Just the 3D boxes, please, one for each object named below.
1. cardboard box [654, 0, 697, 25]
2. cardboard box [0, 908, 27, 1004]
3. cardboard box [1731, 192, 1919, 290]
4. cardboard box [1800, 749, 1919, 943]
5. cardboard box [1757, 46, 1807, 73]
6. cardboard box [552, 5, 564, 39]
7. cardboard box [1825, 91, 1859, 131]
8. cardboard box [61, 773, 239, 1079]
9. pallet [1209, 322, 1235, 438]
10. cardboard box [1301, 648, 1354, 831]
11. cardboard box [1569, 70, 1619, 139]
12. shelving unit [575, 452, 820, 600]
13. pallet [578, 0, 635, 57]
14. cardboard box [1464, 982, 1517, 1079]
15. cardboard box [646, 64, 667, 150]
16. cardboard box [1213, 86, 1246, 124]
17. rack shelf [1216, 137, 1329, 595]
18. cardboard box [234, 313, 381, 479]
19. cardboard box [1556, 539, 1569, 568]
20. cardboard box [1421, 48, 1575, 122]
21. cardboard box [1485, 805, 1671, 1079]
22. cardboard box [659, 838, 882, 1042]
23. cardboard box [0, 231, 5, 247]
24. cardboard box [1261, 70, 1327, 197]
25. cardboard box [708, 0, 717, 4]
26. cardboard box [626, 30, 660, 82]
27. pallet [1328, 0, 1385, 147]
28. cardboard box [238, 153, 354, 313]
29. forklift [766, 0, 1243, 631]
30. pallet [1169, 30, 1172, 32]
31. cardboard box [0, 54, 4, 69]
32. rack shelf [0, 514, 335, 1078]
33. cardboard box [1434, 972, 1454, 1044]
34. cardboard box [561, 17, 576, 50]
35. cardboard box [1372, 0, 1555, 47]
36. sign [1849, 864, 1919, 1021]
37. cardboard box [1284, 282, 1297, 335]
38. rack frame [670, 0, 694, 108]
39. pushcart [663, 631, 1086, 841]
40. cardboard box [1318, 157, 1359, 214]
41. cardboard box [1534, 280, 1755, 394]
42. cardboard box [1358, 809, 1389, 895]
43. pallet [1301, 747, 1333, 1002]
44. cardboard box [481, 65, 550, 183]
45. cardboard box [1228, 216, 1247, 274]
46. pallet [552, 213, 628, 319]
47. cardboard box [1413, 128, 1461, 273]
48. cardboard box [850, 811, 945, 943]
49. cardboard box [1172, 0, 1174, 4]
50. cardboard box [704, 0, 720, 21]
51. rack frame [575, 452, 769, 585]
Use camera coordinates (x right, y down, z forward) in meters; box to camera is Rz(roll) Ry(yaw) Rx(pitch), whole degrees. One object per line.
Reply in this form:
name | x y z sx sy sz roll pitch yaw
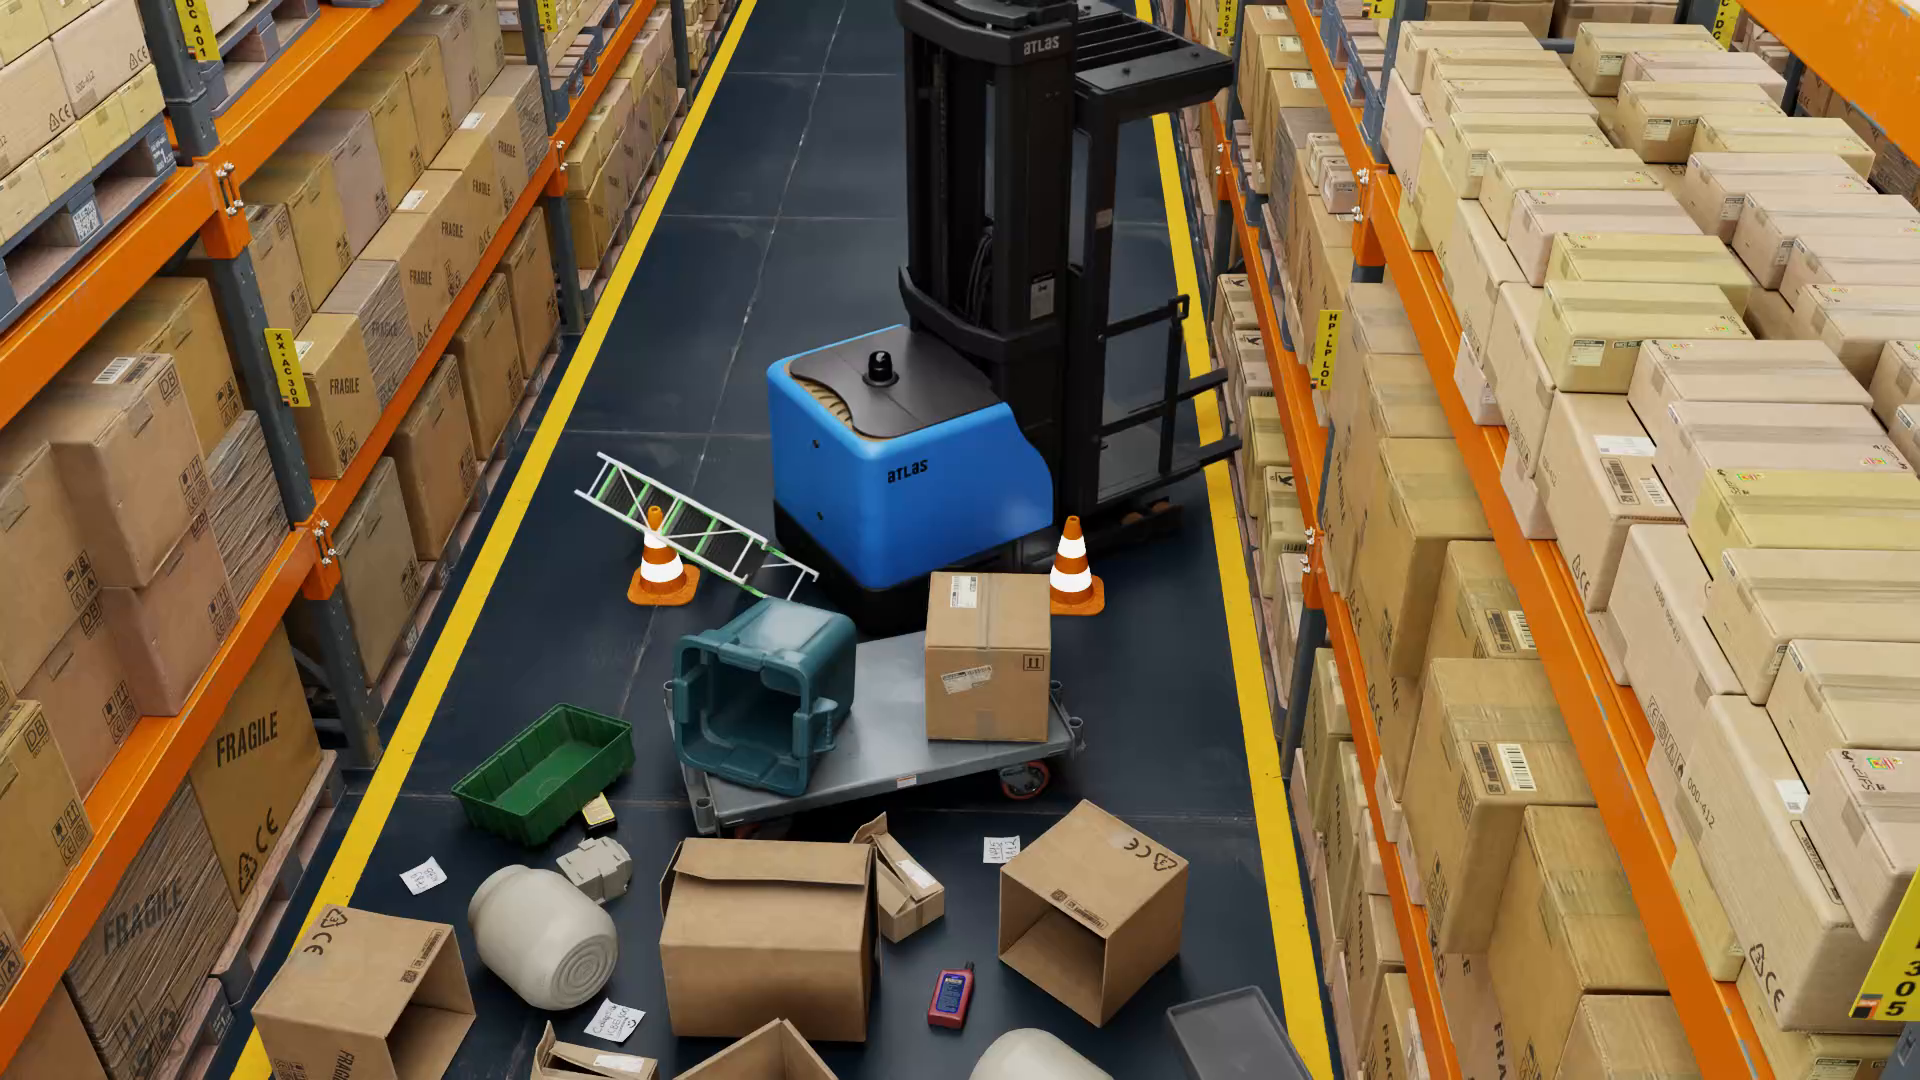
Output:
cardboard box | -2.438 -4.458 14.027 0.380 0.149 0.250 3 35 4
cardboard box | -3.094 1.125 4.356 0.875 0.550 0.550 1 35 2
cardboard box | 2.120 -0.723 4.032 0.380 0.149 0.250 2 35 2
cardboard box | 1.457 0.440 2.377 0.380 0.149 0.250 2 35 2
cardboard box | 6.909 -4.022 13.925 0.380 0.149 0.250 0 35 0
cardboard box | -2.661 -3.180 10.207 0.380 0.149 0.250 3 35 4
cardboard box | 6.925 -3.260 12.535 0.500 0.500 0.500 1 35 1
cardboard box | -3.178 1.313 5.702 0.875 0.875 0.875 2 35 2
pallet | 2.027 -0.915 9.814 1.003 0.211 1.213 1 35 2
cardboard box | 1.606 0.773 6.361 0.500 0.500 0.500 3 35 4
cardboard box | 2.150 -1.233 5.105 0.500 0.250 0.500 1 35 1
shelving unit | -1.311 -0.036 8.254 1.200 0.503 0.258 26 83 32
pallet | -2.852 -3.621 11.405 1.003 0.211 1.213 1 35 2
cardboard box | 1.510 1.323 3.858 0.500 0.500 0.500 1 35 2
cardboard box | -2.529 -3.282 12.566 0.500 0.500 0.500 1 35 1
cardboard box | 1.821 -2.740 10.116 0.500 0.250 0.500 0 35 0
rack shelf | 1.980 -1.061 8.223 1.077 0.370 4.000 1 35 2
cardboard box | -2.761 -0.599 6.853 0.500 0.500 0.500 2 35 2
cardboard box | 1.553 0.021 3.667 0.380 0.149 0.250 0 35 1
cardboard box | 1.579 -1.334 4.901 0.380 0.149 0.250 2 35 3
cardboard box | 1.569 0.931 3.547 0.700 0.500 0.500 2 35 2
cardboard box | -0.691 1.452 6.073 0.797 0.637 0.503 1 35 2
cardboard box | -2.787 -0.800 4.382 0.380 0.149 0.250 2 35 3
cardboard box | 1.782 -1.981 8.195 0.500 0.500 0.500 2 35 3
cardboard box | -2.379 -4.931 14.959 0.380 0.149 0.250 1 35 2
cardboard box | -2.541 -3.586 12.346 0.500 0.250 0.500 3 35 4
pallet | 2.030 -1.709 6.073 1.213 0.211 1.003 1 35 2
cardboard box | -3.018 -1.294 6.971 0.700 0.500 0.500 1 35 1
forklift | 0.561 -1.409 8.151 3.031 2.935 1.130 -21 40 -27
pallet | 2.329 -4.097 14.342 1.003 0.211 1.213 1 35 2
cardboard box | -2.778 -1.276 4.366 0.380 0.149 0.250 2 35 3
rack shelf | -3.131 1.181 5.033 1.077 0.370 4.000 1 35 2
cardboard box | 1.521 1.238 4.544 0.380 0.149 0.250 1 35 1
cardboard box | -2.649 -3.191 10.481 0.380 0.149 0.250 3 35 4
cardboard box | 1.778 -1.883 5.923 0.500 0.250 0.500 1 35 1
sign | 1.185 0.478 2.028 0.100 0.325 0.005 1 35 2
cardboard box | 1.653 -1.024 7.397 0.380 0.149 0.250 2 35 2
rack frame | -2.730 -4.859 13.001 1.000 3.000 0.127 1 35 2
pushcart | -0.381 0.843 7.169 1.648 0.377 0.936 -10 36 -14
cardboard box | 1.707 -1.473 6.908 0.380 0.149 0.250 0 35 1
cardboard box | 1.485 -0.442 3.632 0.380 0.149 0.250 2 35 3
cardboard box | 1.514 1.028 5.434 0.380 0.149 0.250 3 35 5
pallet | 1.908 1.321 6.632 1.003 0.211 1.213 1 35 2
cardboard box | -2.640 -2.337 9.325 0.500 0.500 0.500 1 35 2
cardboard box | 2.171 -2.202 10.703 0.875 0.875 0.875 1 35 1
pallet | -2.857 -1.869 11.171 1.003 0.211 1.213 1 35 2
cardboard box | 1.596 -0.951 4.703 0.500 0.250 0.500 1 35 1
cardboard box | -0.278 1.331 6.571 0.258 0.266 0.396 -24 42 -30
cardboard box | 2.426 -5.317 15.515 0.875 0.438 0.875 2 35 3
cardboard box | -2.382 -4.813 15.049 0.380 0.149 0.250 0 35 1
rack frame | -1.413 -0.118 8.048 1.200 0.015 0.240 26 83 32
